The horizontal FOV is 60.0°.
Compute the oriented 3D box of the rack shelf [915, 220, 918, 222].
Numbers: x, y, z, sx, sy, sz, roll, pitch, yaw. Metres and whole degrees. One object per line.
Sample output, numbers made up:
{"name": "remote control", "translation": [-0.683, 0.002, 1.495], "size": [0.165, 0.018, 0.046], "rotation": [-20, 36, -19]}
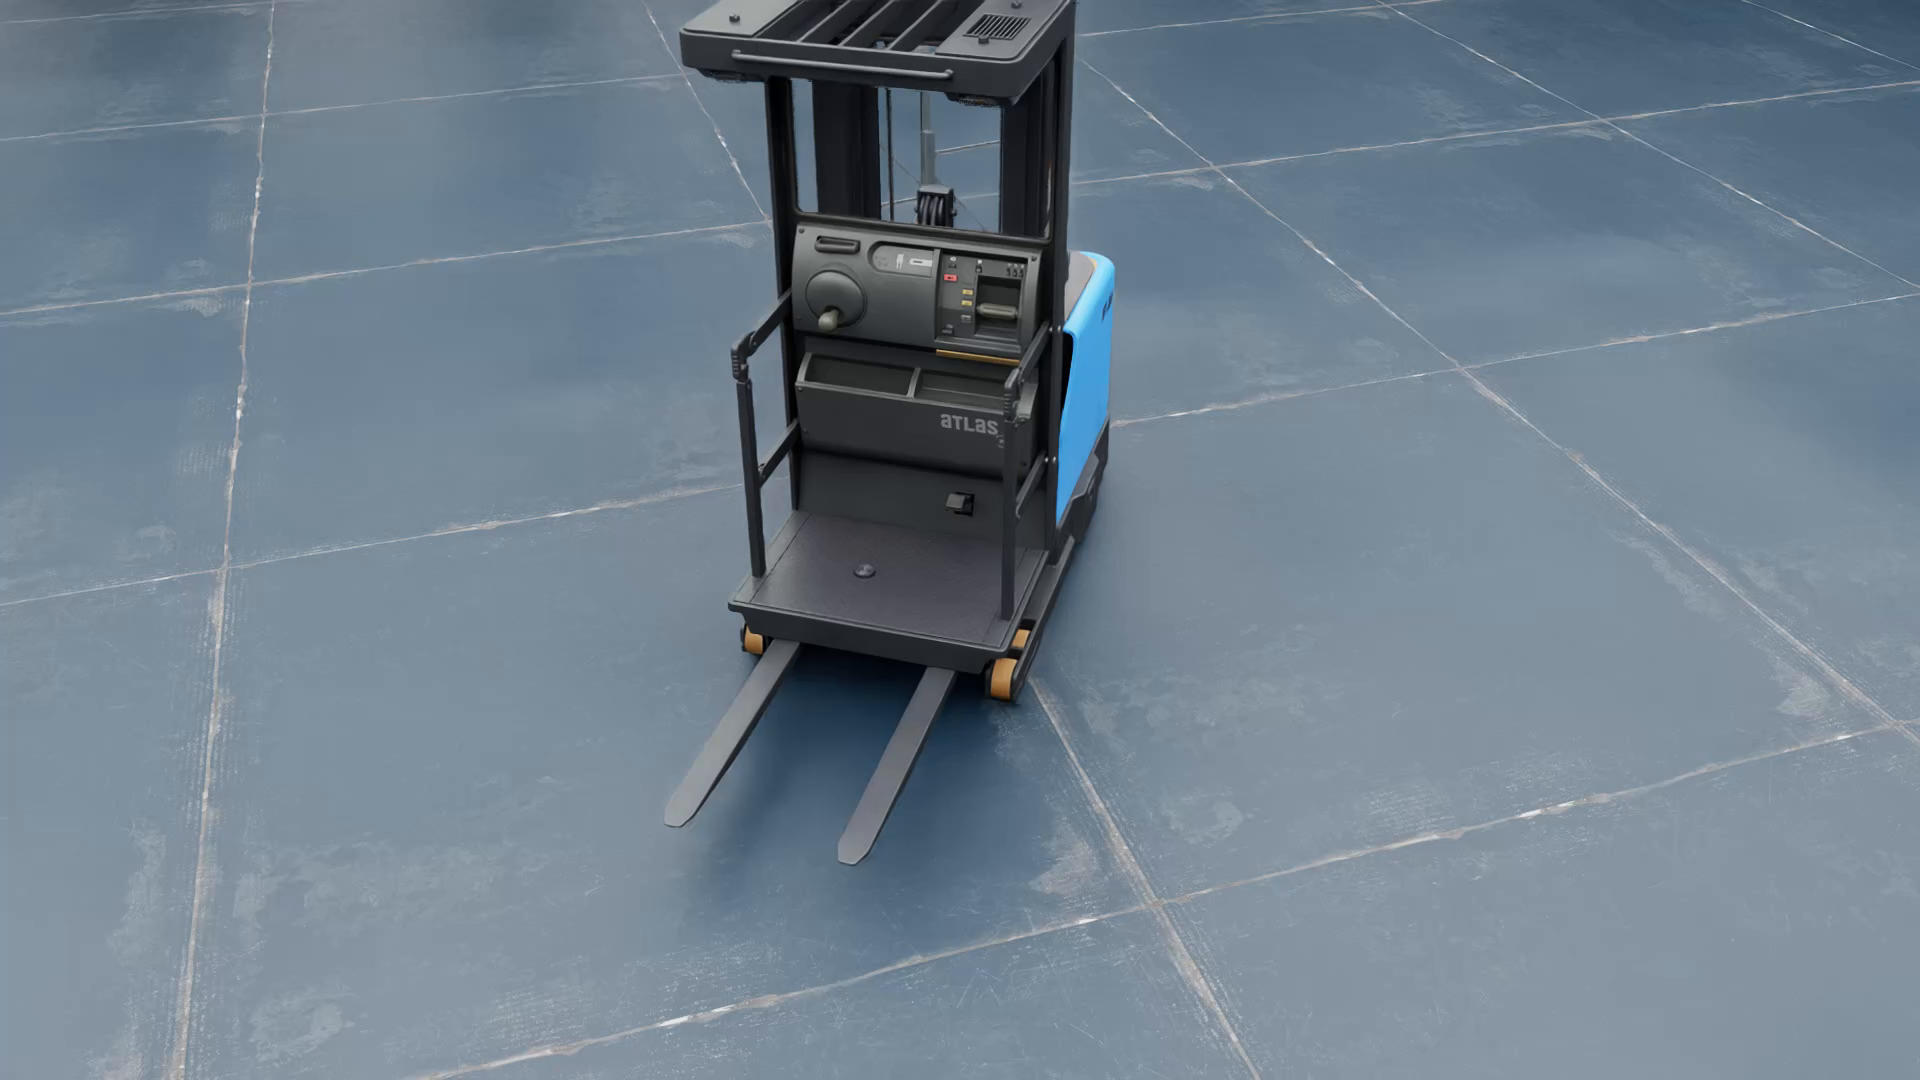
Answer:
{"name": "rack shelf", "translation": [-0.151, -1.307, 8.194], "size": [0.538, 0.185, 1.000], "rotation": [-15, 36, -22]}

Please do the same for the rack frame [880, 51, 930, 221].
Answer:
{"name": "rack frame", "translation": [-0.378, -1.708, 8.474], "size": [0.500, 1.500, 0.032], "rotation": [-15, 36, -22]}

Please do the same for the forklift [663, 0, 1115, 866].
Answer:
{"name": "forklift", "translation": [-0.225, -0.856, 5.887], "size": [1.130, 2.935, 3.031], "rotation": [9, 35, 14]}

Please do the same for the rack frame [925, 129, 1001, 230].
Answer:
{"name": "rack frame", "translation": [0.076, -1.206, 7.715], "size": [0.500, 1.500, 0.032], "rotation": [-15, 36, -22]}

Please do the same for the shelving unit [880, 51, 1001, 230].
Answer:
{"name": "shelving unit", "translation": [-0.155, -1.462, 8.101], "size": [0.587, 1.500, 1.083], "rotation": [-15, 36, -22]}
